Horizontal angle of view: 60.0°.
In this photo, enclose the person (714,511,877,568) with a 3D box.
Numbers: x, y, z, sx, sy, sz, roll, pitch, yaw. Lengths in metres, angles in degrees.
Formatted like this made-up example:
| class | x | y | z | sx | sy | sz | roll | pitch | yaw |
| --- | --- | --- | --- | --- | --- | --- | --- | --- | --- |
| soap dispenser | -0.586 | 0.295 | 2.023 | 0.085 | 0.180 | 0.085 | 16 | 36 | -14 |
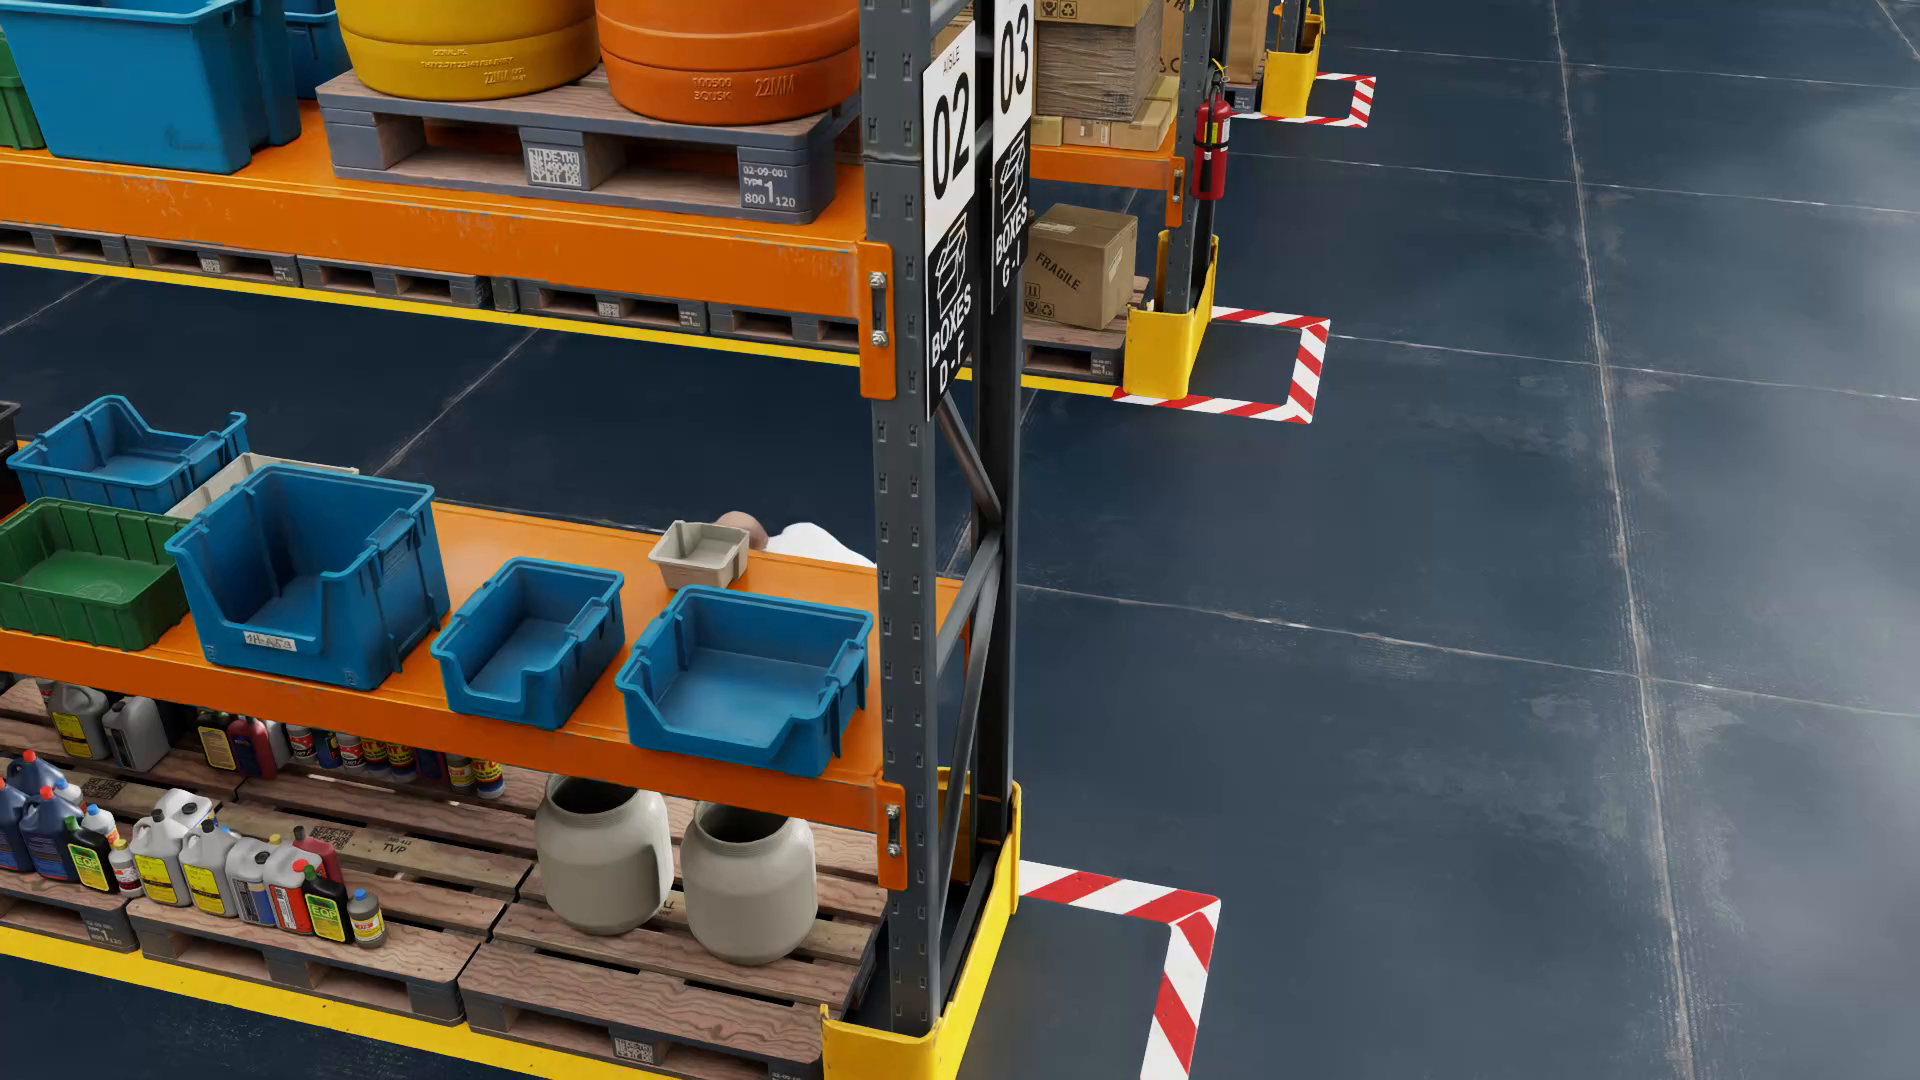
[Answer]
| class | x | y | z | sx | sy | sz | roll | pitch | yaw |
| --- | --- | --- | --- | --- | --- | --- | --- | --- | --- |
| person | -0.582 | 0.332 | 6.379 | 0.903 | 0.978 | 0.604 | 7 | 33 | 10 |
